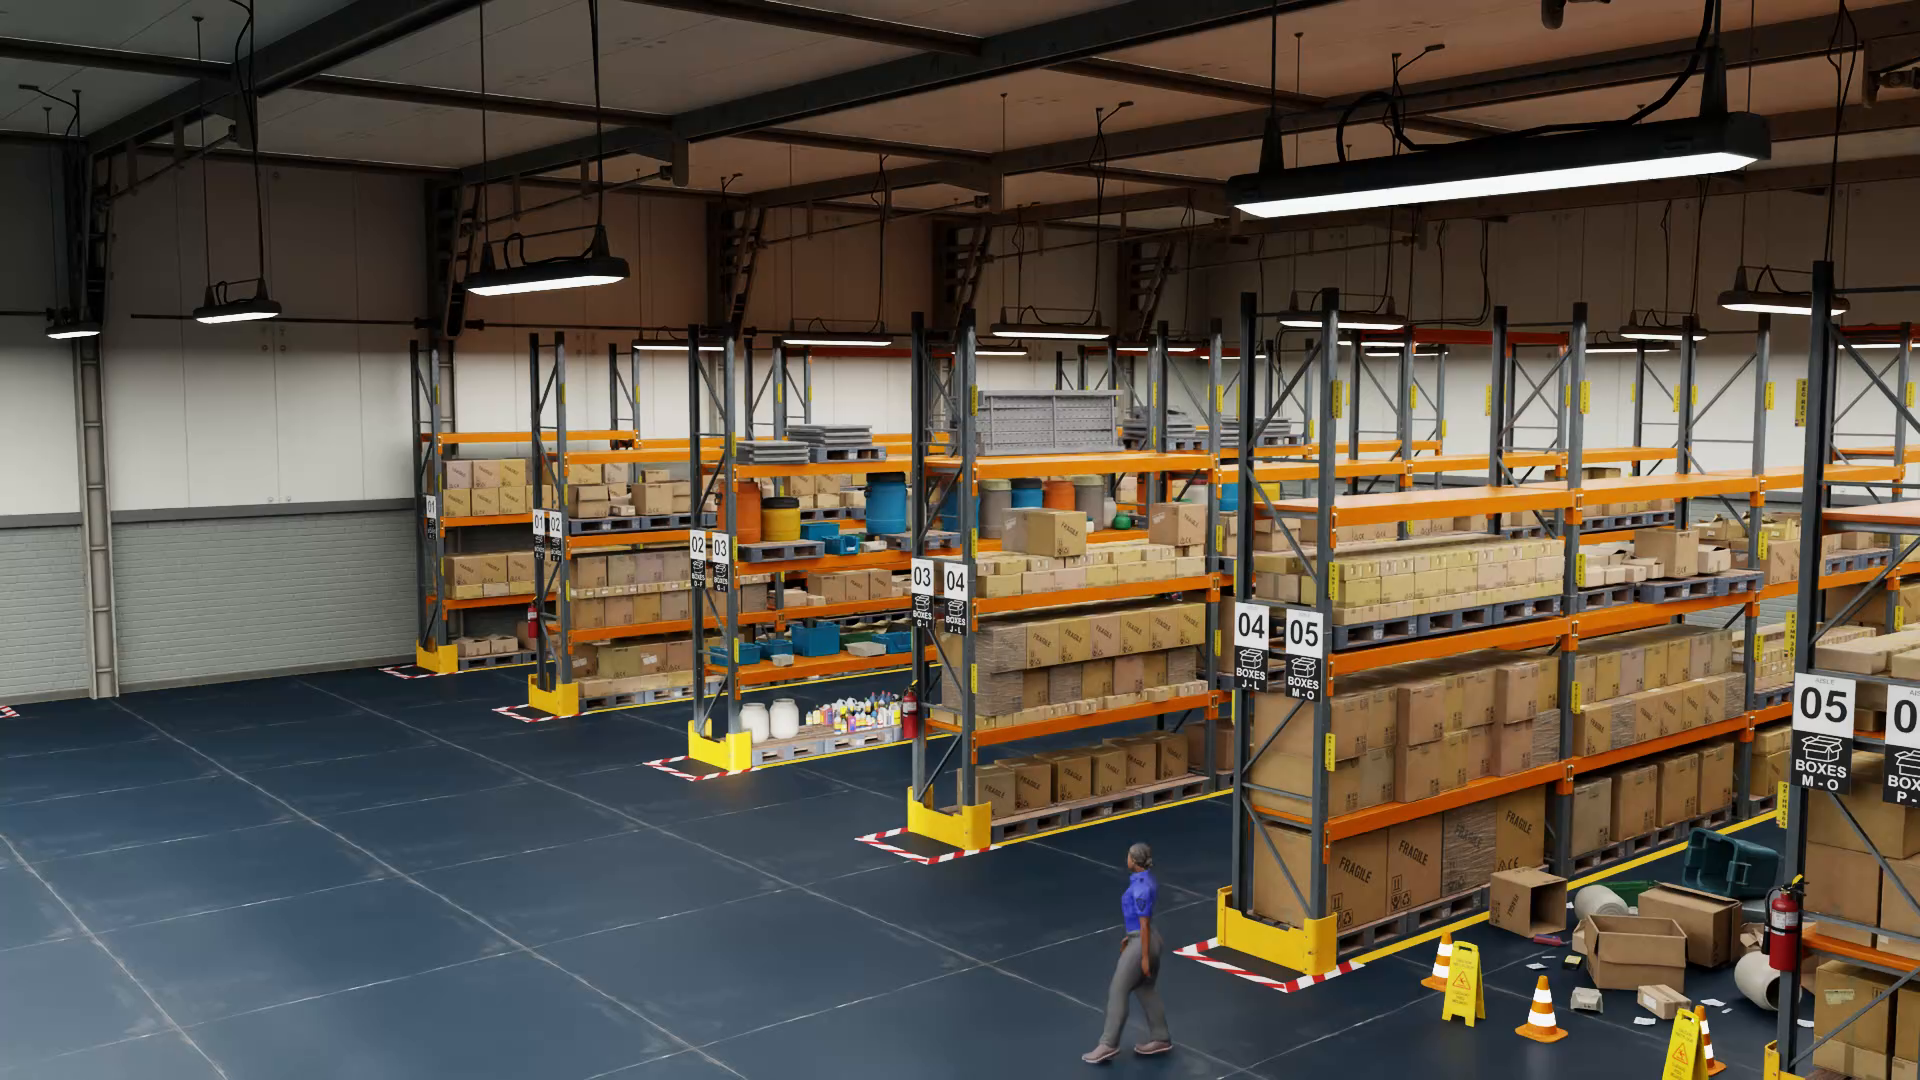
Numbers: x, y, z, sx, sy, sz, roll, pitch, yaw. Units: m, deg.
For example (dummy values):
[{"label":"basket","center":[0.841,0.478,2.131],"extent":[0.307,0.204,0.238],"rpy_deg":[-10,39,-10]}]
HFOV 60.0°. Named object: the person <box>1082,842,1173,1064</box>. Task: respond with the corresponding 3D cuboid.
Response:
[{"label":"person","center":[1.316,3.159,12.844],"extent":[0.648,1.660,0.576],"rpy_deg":[2,6,16]}]
